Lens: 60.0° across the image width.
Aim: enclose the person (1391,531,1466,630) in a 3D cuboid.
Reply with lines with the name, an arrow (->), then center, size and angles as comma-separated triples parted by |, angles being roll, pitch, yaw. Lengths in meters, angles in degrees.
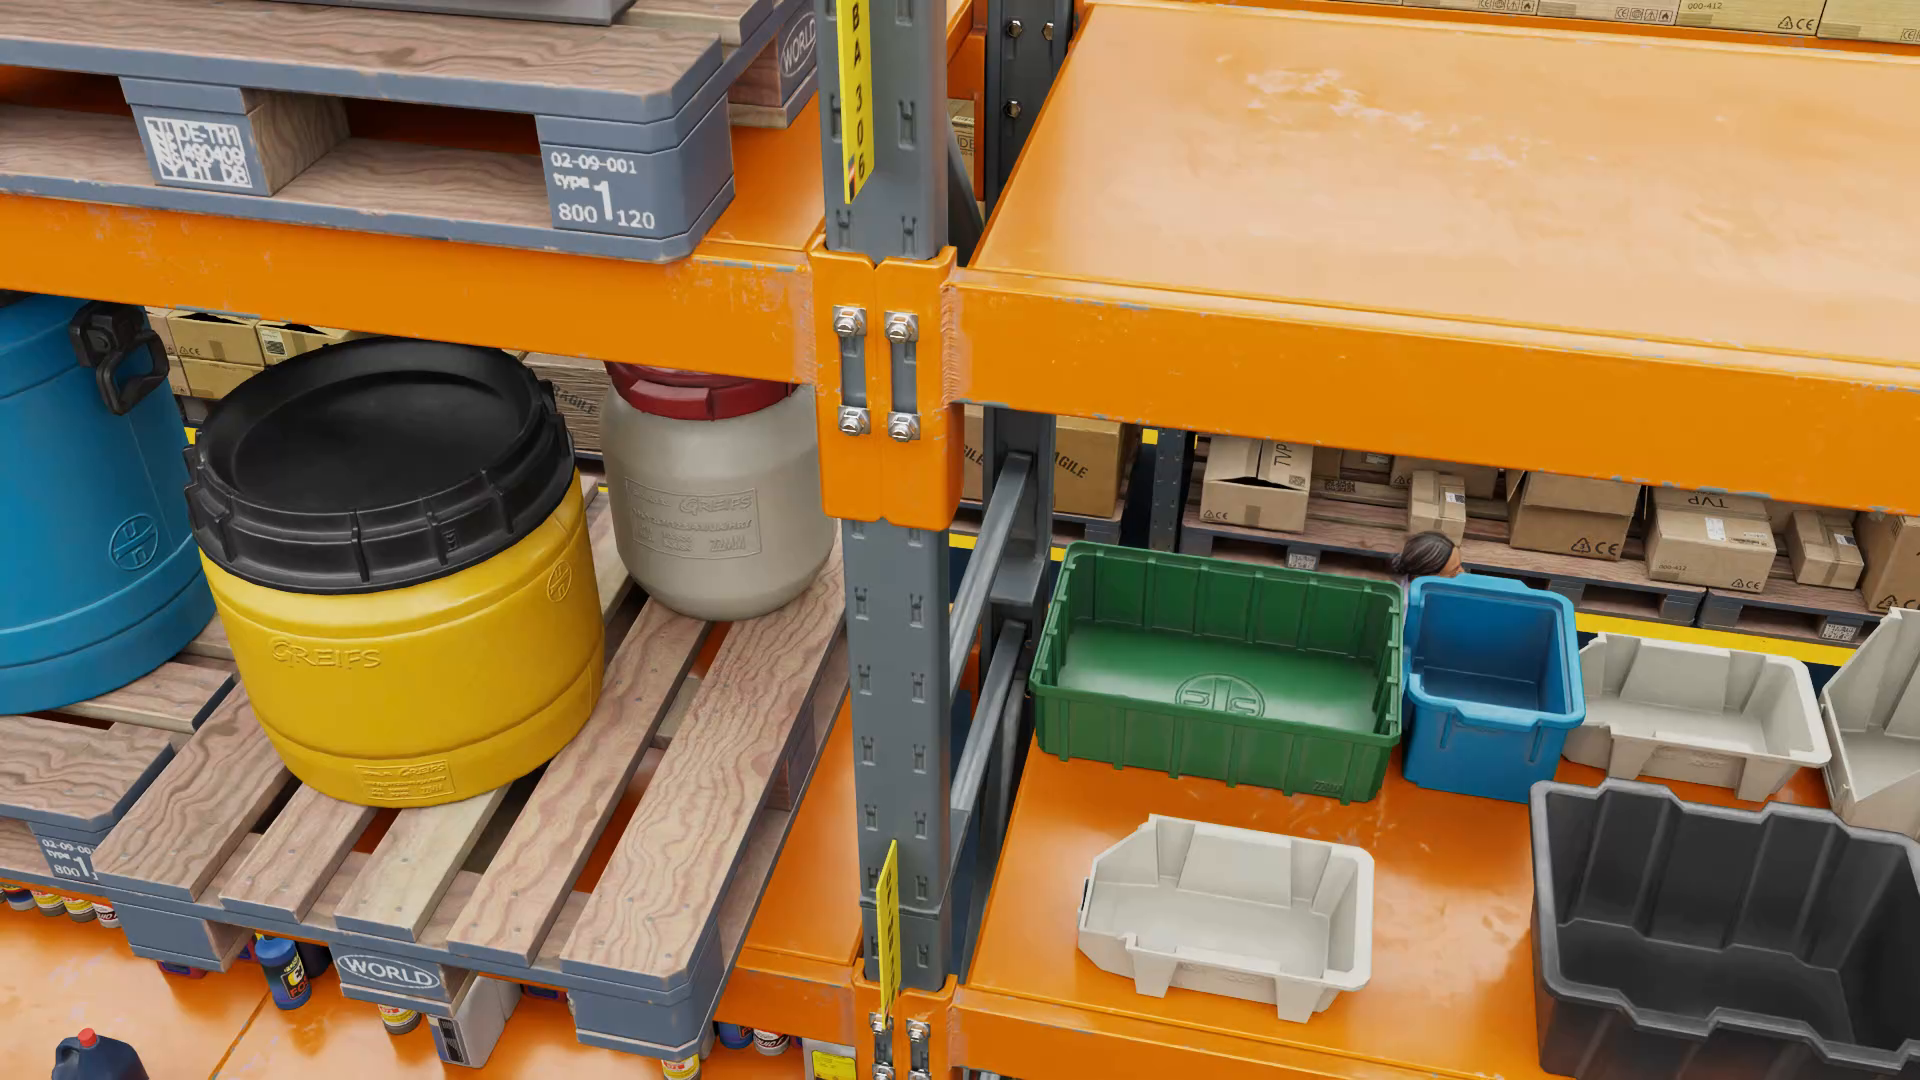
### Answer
person -> 1.639, 0.640, 6.083 | 0.466, 1.636, 0.472 | 21, 42, 25
